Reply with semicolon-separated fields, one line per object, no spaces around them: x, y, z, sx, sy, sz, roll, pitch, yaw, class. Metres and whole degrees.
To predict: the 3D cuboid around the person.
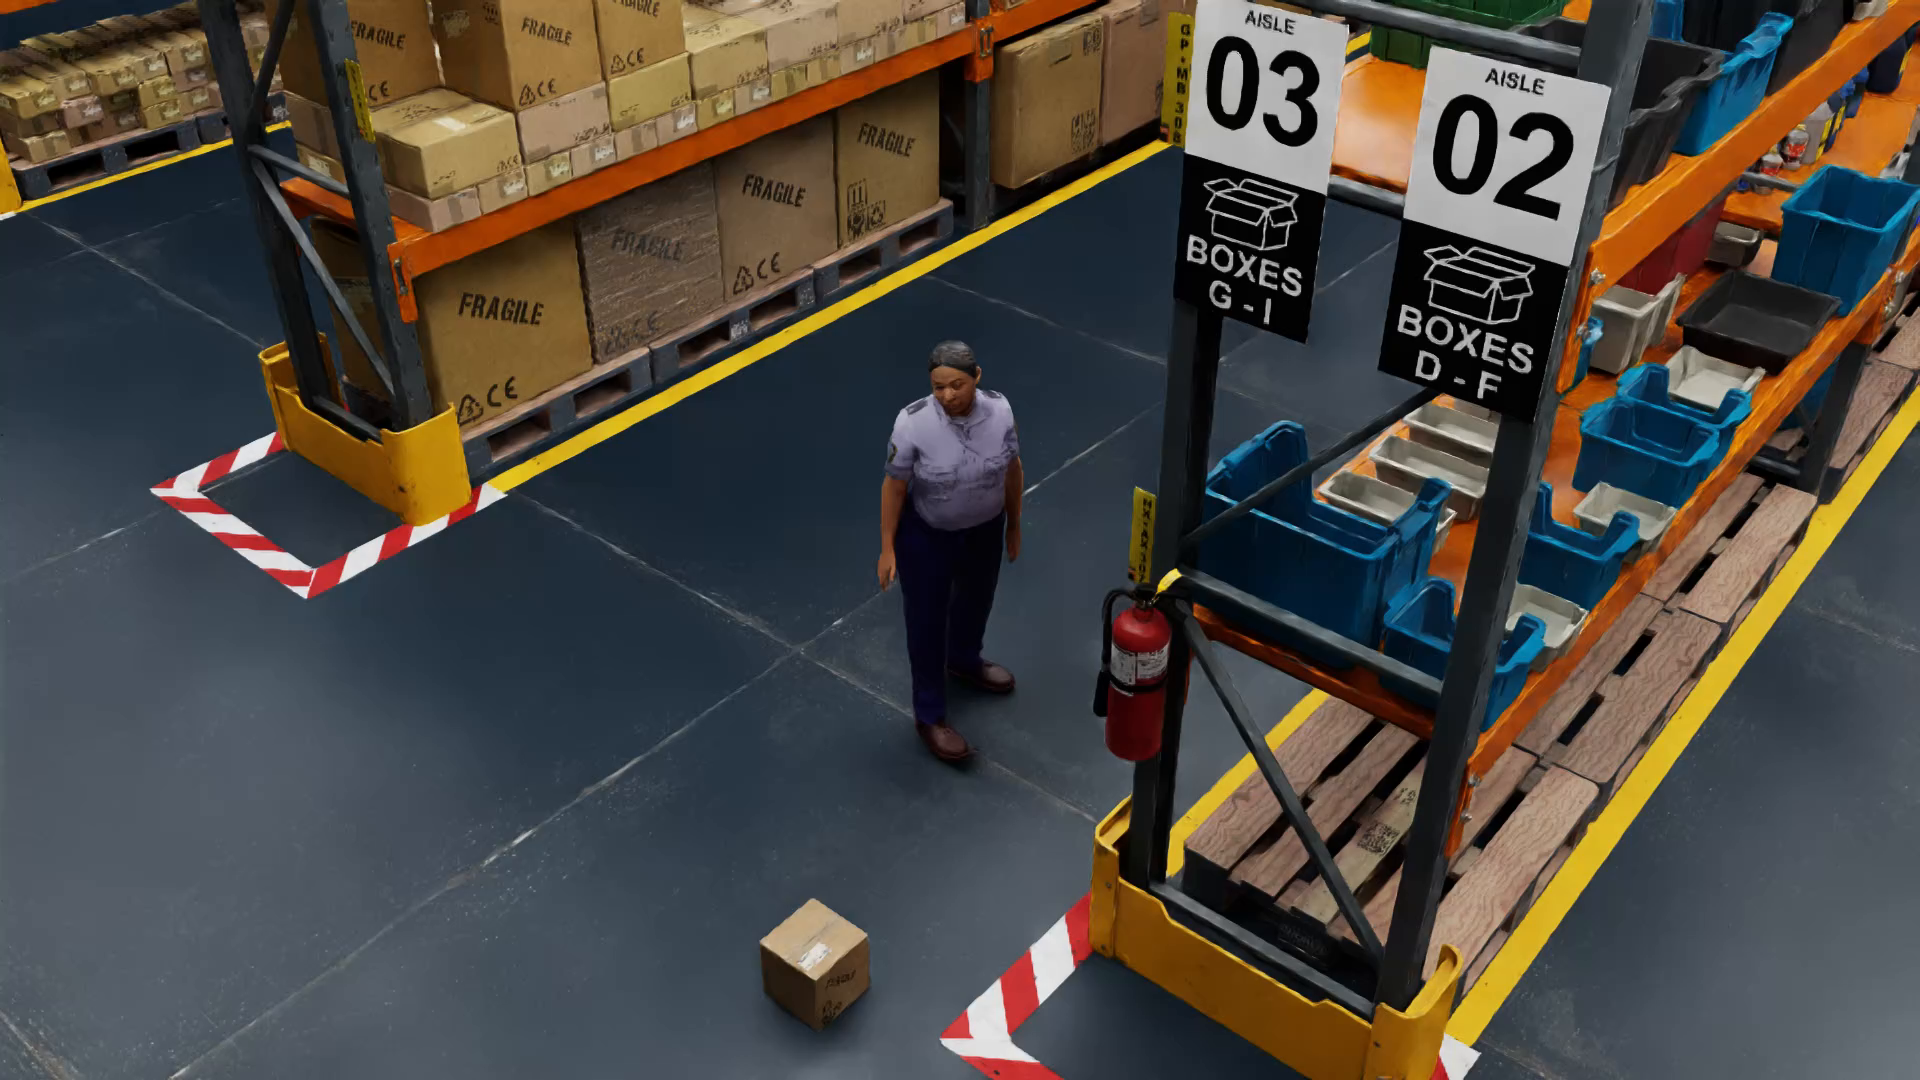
-0.016;0.016;6.100;0.599;1.643;0.559;-16;38;-22;person
